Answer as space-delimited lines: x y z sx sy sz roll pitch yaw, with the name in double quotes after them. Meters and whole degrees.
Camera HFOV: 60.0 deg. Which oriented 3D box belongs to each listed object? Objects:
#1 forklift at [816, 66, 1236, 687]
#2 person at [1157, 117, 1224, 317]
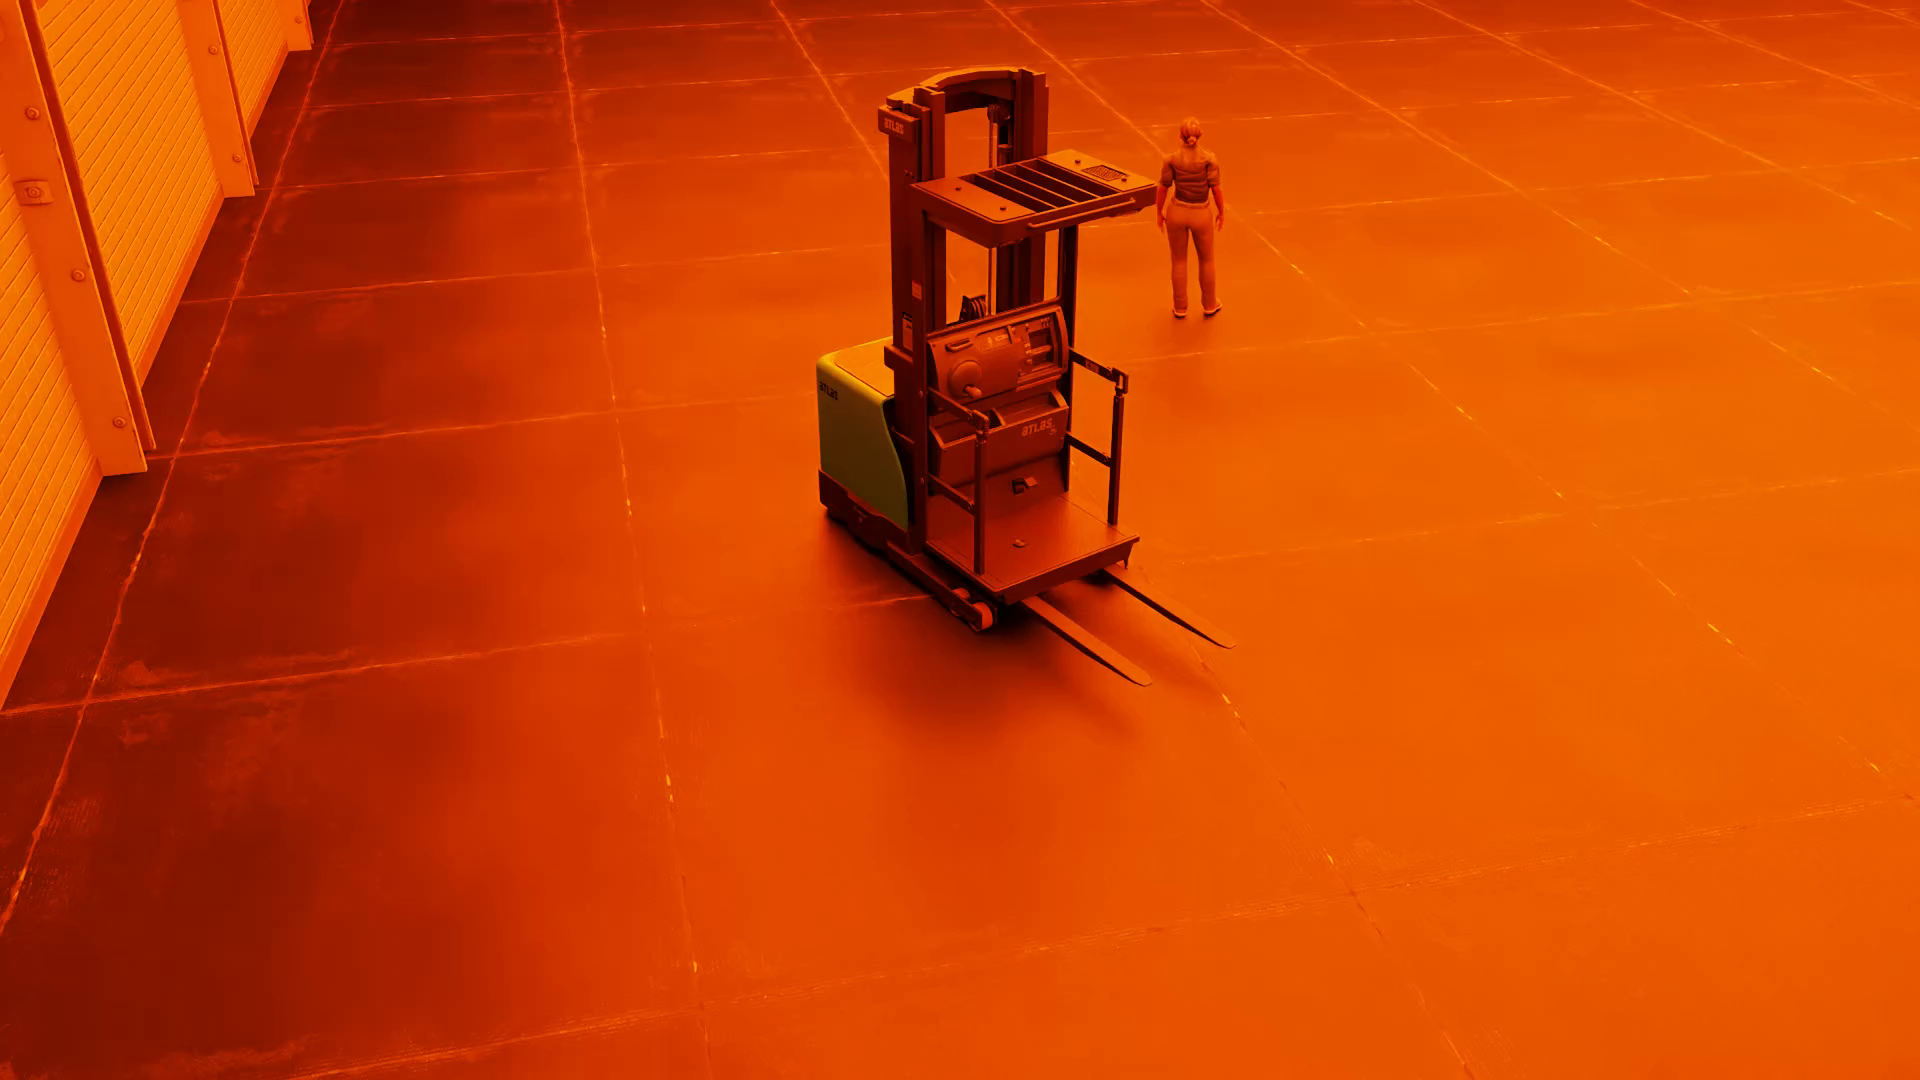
0.355 -1.021 9.338 1.130 2.935 3.031 -20 35 -30 "forklift"
1.863 -2.602 13.329 0.570 1.654 0.505 7 31 11 "person"
